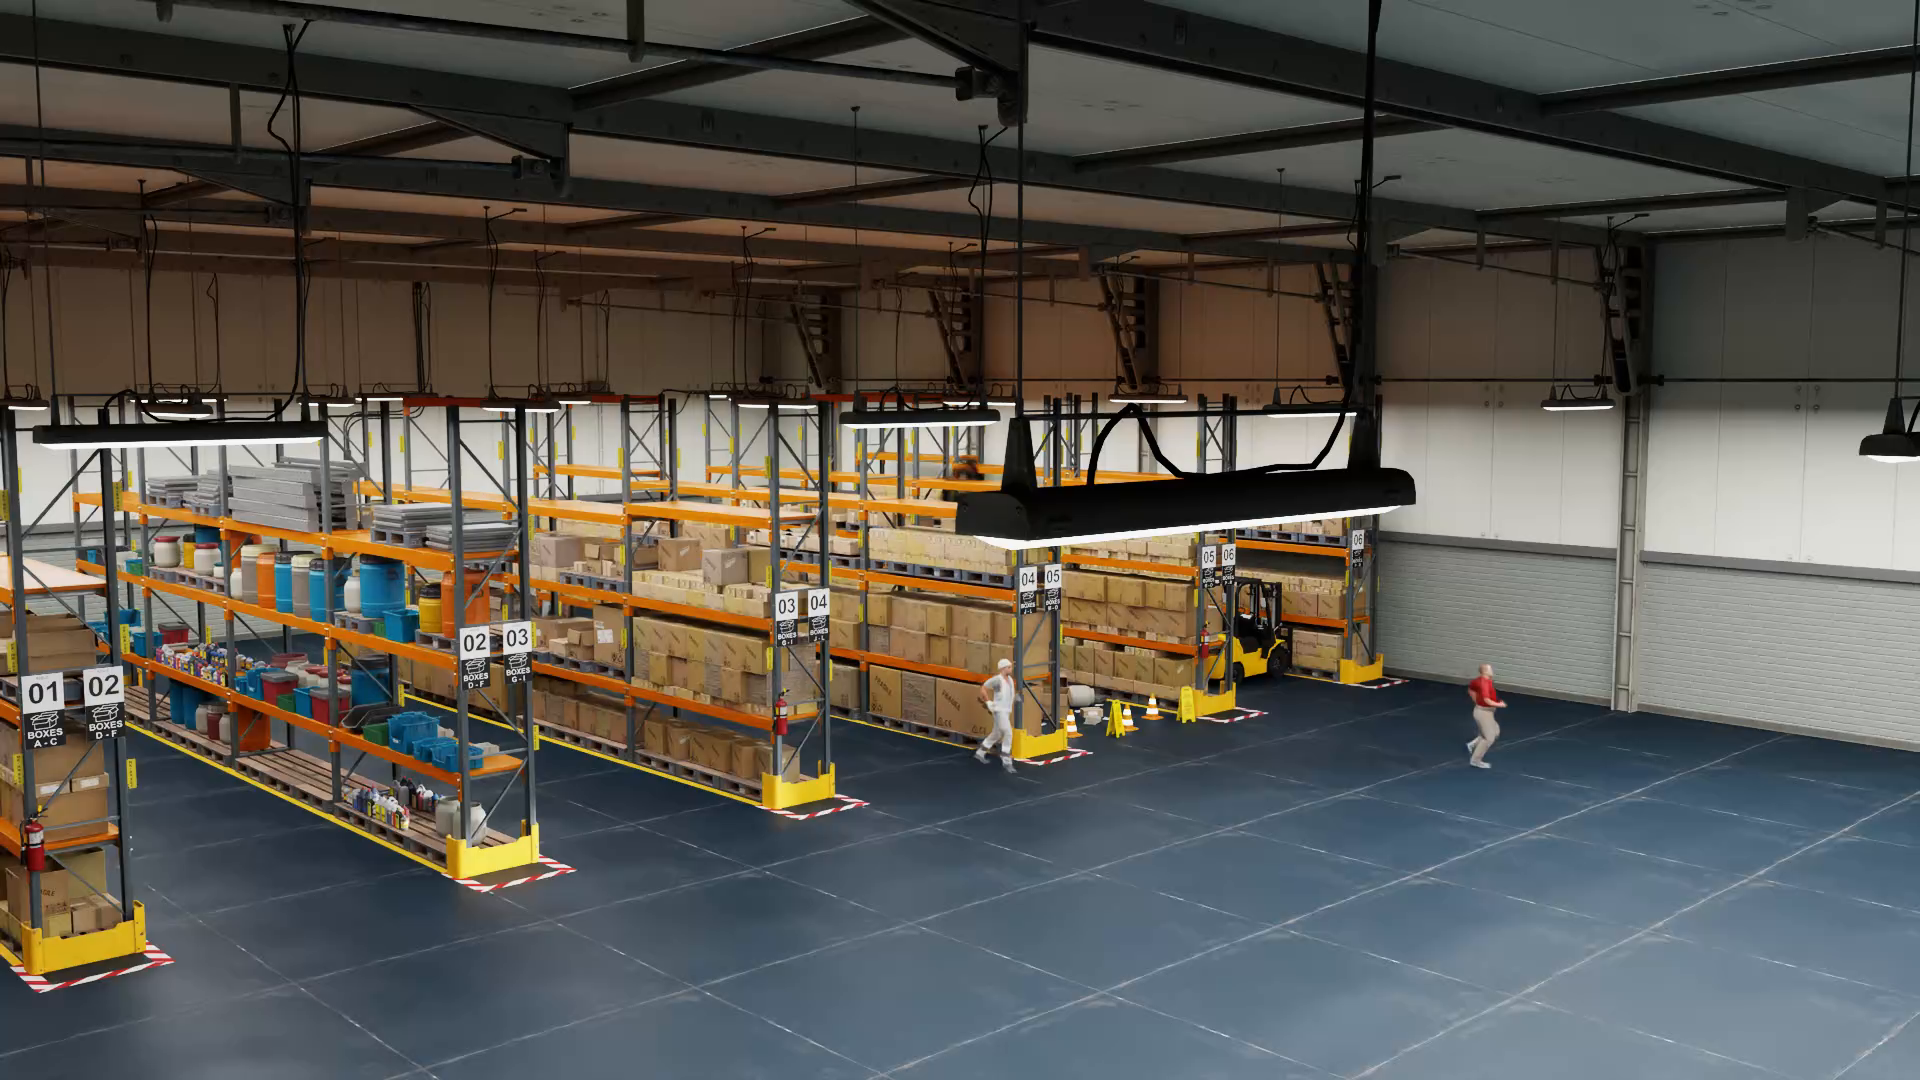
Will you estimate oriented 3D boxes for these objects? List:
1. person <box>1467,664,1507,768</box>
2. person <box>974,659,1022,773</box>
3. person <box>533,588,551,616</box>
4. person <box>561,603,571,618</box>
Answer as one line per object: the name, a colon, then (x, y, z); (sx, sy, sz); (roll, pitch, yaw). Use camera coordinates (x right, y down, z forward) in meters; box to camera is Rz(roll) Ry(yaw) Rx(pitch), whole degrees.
person: (8.614, 2.868, 27.155); (0.578, 1.686, 0.694); (1, 6, 6)
person: (0.653, 2.842, 27.123); (0.862, 1.822, 0.678); (3, 6, 28)
person: (-10.302, 1.481, 41.351); (0.663, 1.761, 0.733); (2, 6, 20)
person: (-9.936, 1.419, 41.922); (0.585, 1.652, 0.923); (2, 6, 19)
